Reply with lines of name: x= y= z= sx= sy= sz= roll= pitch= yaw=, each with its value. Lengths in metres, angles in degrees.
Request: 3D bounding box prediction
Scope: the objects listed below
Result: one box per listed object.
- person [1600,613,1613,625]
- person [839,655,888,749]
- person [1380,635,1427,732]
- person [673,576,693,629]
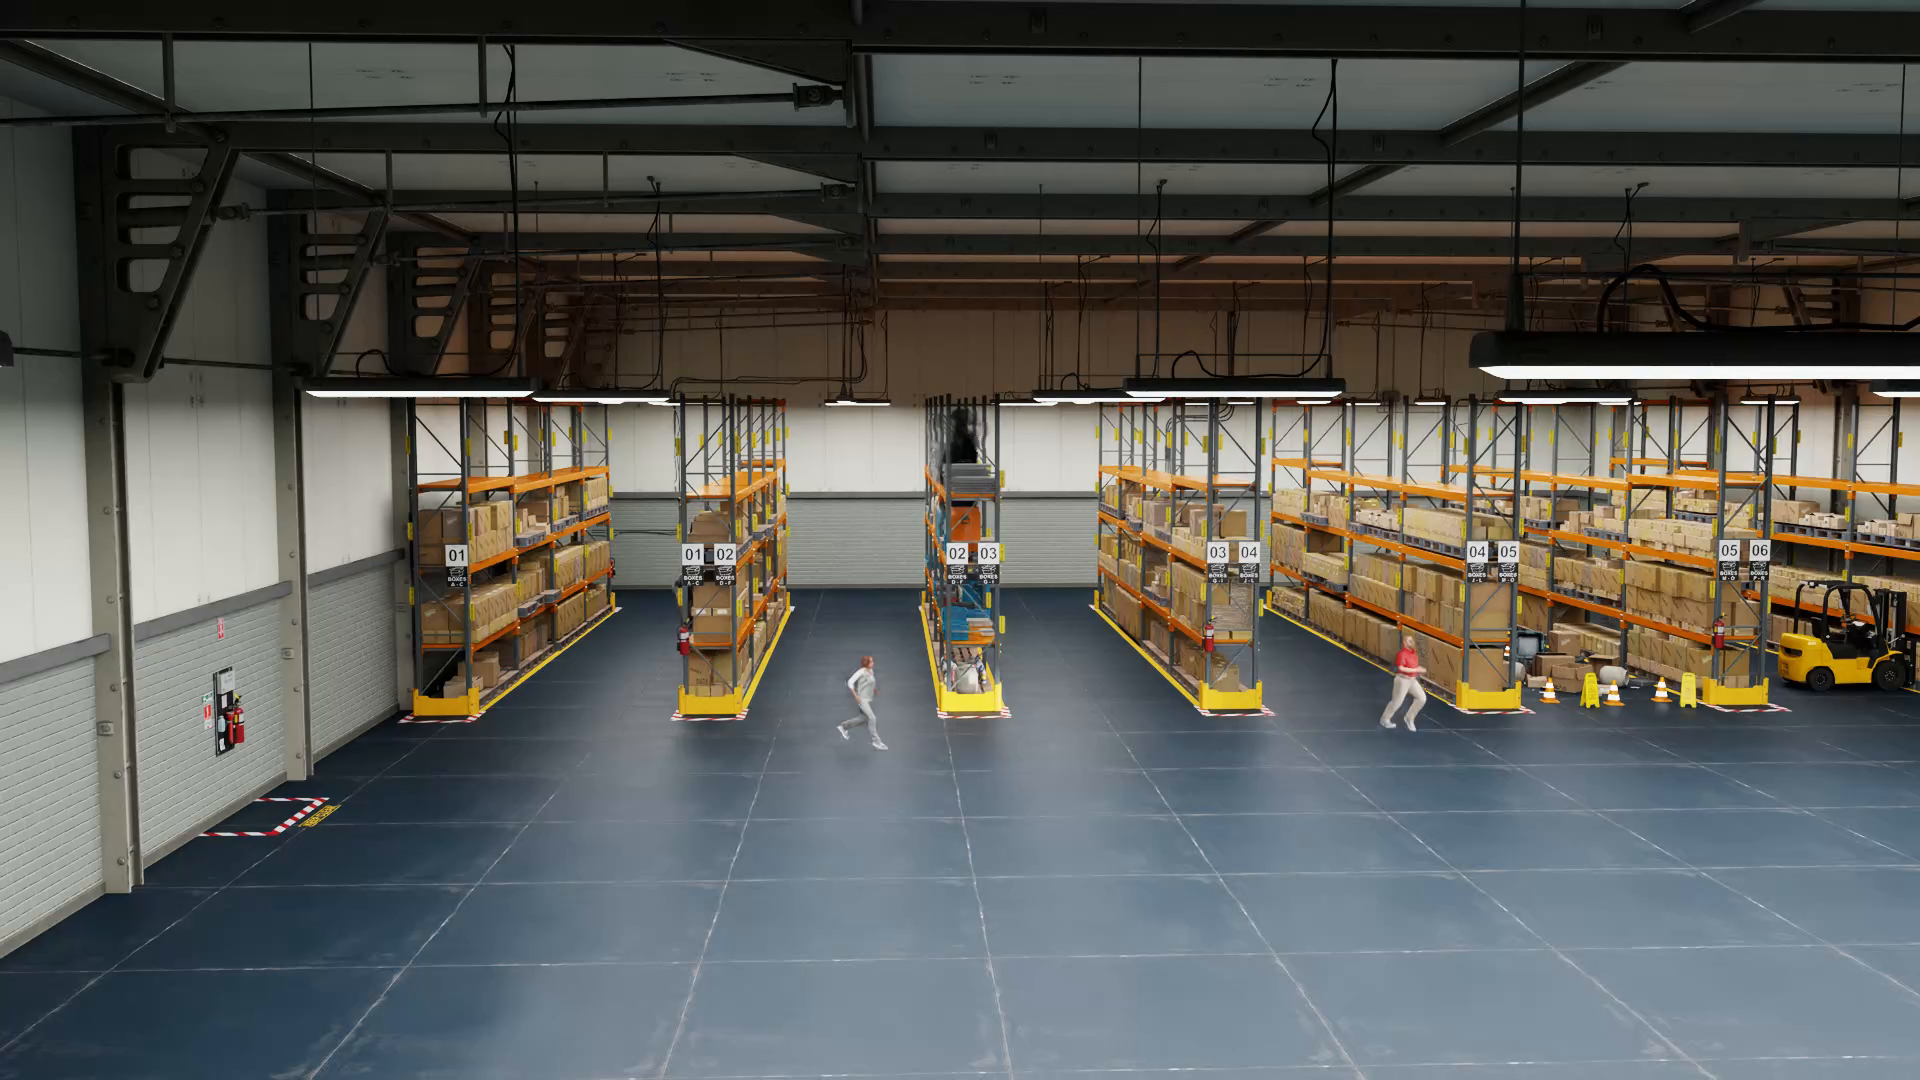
person: x=17.014 y=1.442 z=43.956 sx=0.551 sy=1.611 sz=0.664 roll=-1 pitch=5 yaw=-16
person: x=-1.650 y=2.721 z=28.032 sx=0.890 sy=1.589 sz=0.559 roll=2 pitch=5 yaw=22
person: x=7.916 y=2.544 z=29.470 sx=0.676 sy=1.744 sz=0.881 roll=-4 pitch=6 yaw=-42
person: x=-6.968 y=1.544 z=42.281 sx=0.645 sy=1.709 sz=0.882 roll=0 pitch=5 yaw=-5
